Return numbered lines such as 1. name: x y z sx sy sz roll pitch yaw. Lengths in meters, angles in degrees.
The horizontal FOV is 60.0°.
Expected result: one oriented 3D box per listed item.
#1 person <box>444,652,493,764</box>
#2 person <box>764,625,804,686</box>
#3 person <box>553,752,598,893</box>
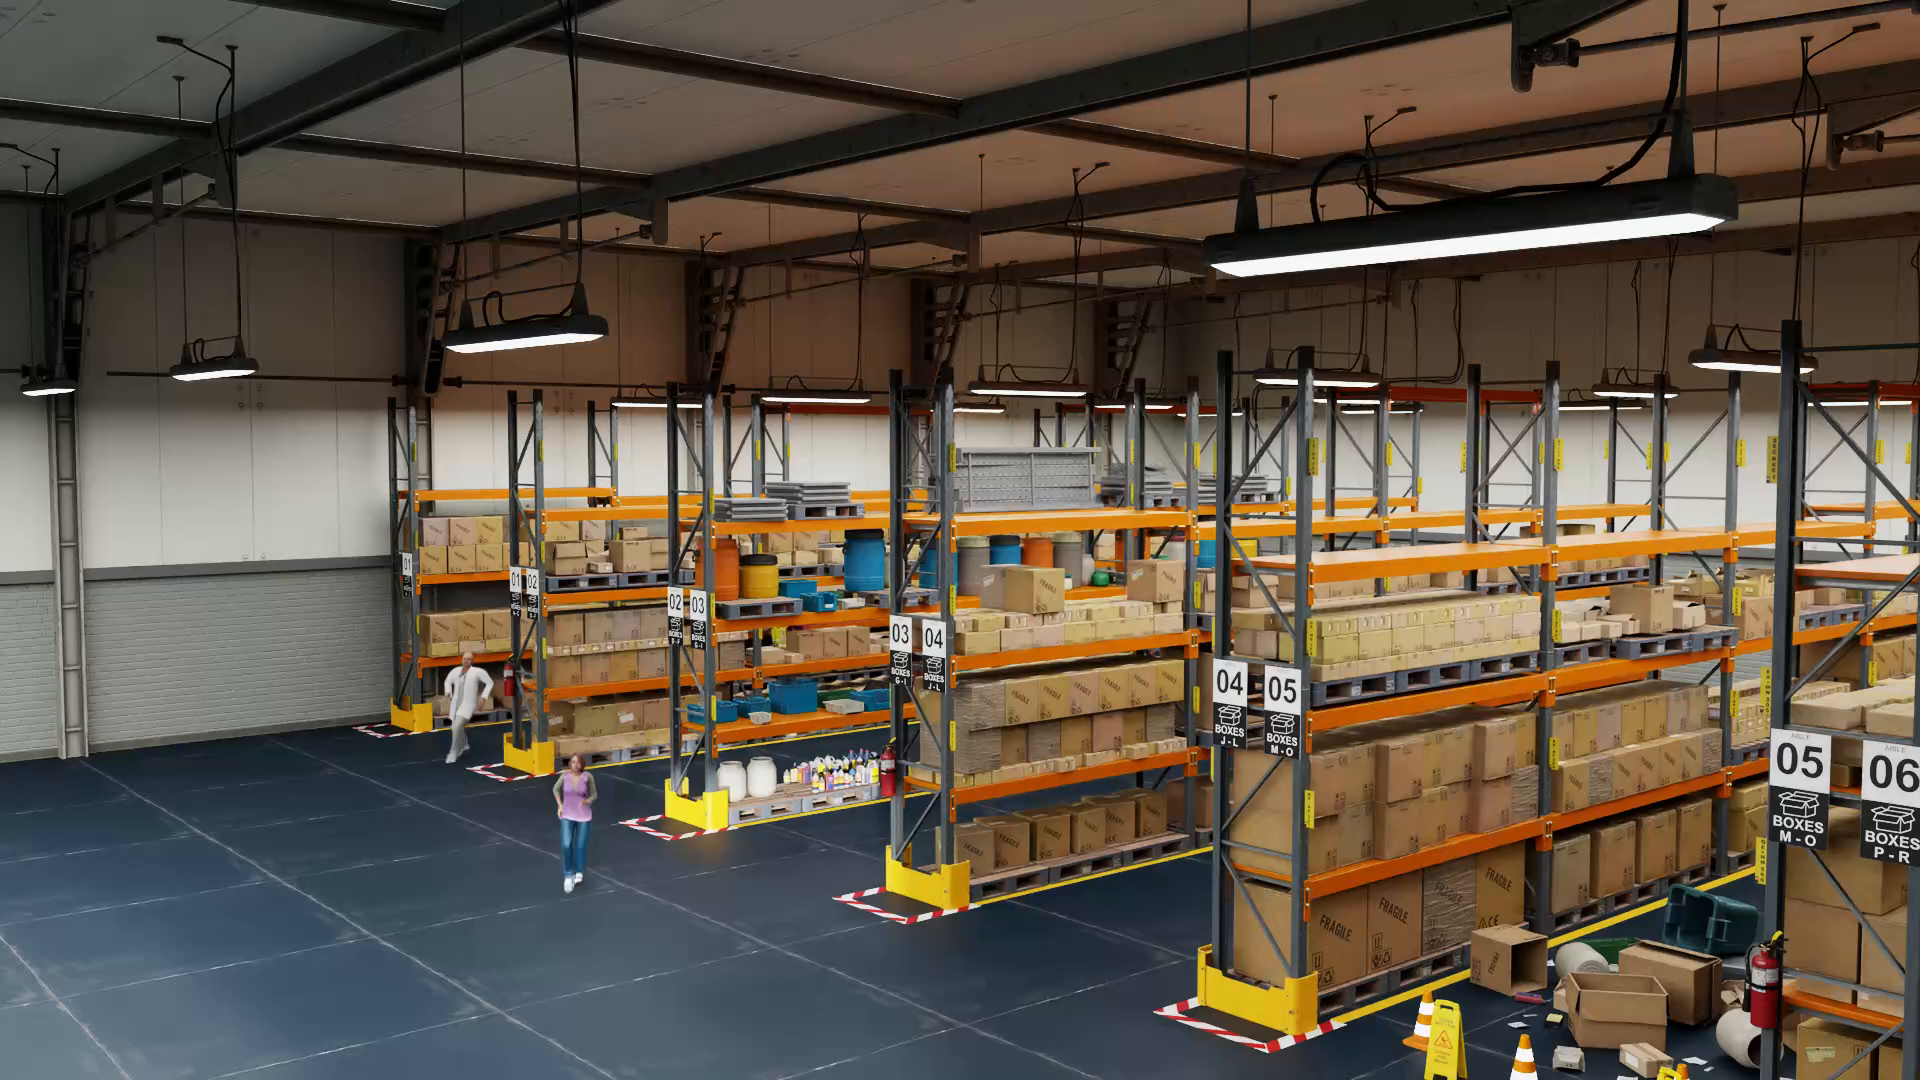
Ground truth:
1. person: -8.045 2.721 27.092 0.768 1.803 0.765 1 3 17
2. person: -3.441 2.139 32.023 0.674 1.874 0.711 3 5 44
3. person: -4.442 3.256 19.210 0.513 1.600 0.686 -1 3 -11
